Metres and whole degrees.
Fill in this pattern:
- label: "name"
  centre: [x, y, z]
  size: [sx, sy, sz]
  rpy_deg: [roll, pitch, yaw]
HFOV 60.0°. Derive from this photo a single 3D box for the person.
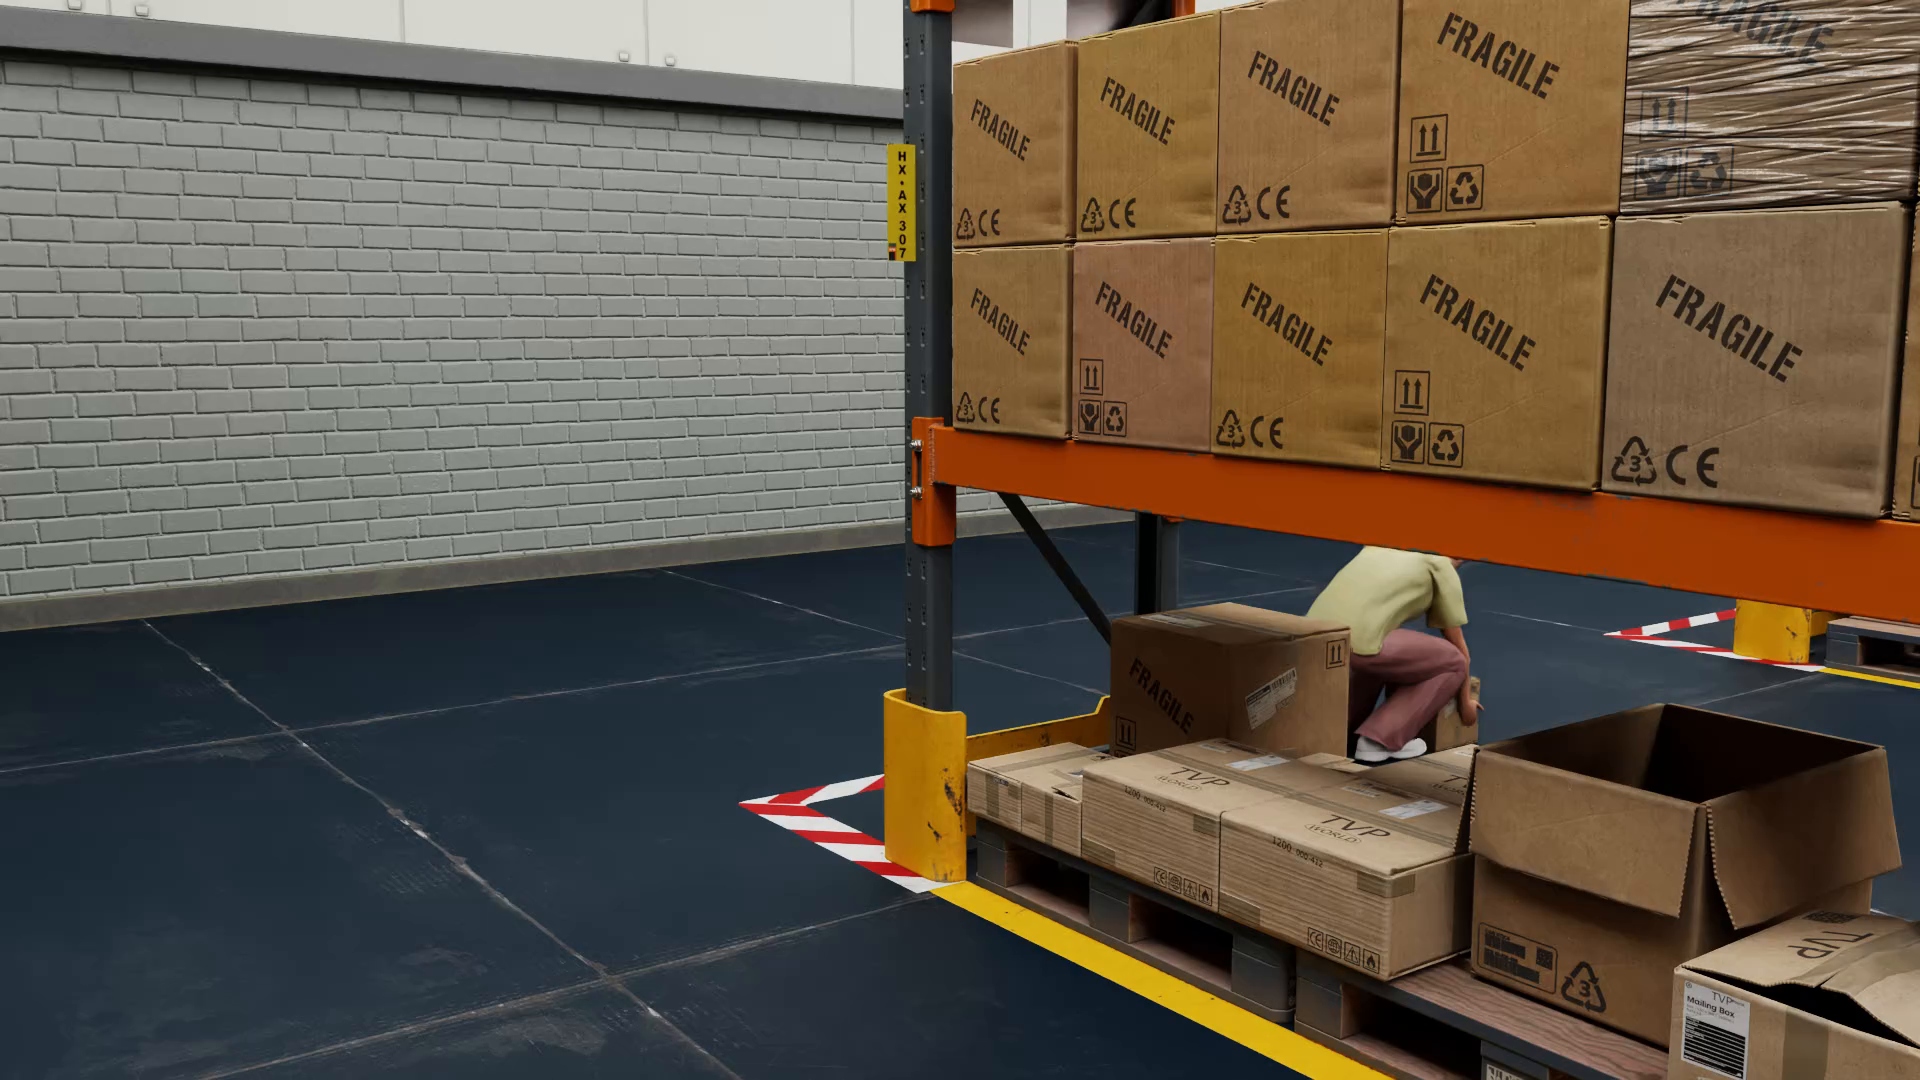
- label: "person"
  centre: [1.668, 0.423, 6.253]
  size: [0.845, 0.802, 0.467]
  rpy_deg: [-4, 9, -29]
